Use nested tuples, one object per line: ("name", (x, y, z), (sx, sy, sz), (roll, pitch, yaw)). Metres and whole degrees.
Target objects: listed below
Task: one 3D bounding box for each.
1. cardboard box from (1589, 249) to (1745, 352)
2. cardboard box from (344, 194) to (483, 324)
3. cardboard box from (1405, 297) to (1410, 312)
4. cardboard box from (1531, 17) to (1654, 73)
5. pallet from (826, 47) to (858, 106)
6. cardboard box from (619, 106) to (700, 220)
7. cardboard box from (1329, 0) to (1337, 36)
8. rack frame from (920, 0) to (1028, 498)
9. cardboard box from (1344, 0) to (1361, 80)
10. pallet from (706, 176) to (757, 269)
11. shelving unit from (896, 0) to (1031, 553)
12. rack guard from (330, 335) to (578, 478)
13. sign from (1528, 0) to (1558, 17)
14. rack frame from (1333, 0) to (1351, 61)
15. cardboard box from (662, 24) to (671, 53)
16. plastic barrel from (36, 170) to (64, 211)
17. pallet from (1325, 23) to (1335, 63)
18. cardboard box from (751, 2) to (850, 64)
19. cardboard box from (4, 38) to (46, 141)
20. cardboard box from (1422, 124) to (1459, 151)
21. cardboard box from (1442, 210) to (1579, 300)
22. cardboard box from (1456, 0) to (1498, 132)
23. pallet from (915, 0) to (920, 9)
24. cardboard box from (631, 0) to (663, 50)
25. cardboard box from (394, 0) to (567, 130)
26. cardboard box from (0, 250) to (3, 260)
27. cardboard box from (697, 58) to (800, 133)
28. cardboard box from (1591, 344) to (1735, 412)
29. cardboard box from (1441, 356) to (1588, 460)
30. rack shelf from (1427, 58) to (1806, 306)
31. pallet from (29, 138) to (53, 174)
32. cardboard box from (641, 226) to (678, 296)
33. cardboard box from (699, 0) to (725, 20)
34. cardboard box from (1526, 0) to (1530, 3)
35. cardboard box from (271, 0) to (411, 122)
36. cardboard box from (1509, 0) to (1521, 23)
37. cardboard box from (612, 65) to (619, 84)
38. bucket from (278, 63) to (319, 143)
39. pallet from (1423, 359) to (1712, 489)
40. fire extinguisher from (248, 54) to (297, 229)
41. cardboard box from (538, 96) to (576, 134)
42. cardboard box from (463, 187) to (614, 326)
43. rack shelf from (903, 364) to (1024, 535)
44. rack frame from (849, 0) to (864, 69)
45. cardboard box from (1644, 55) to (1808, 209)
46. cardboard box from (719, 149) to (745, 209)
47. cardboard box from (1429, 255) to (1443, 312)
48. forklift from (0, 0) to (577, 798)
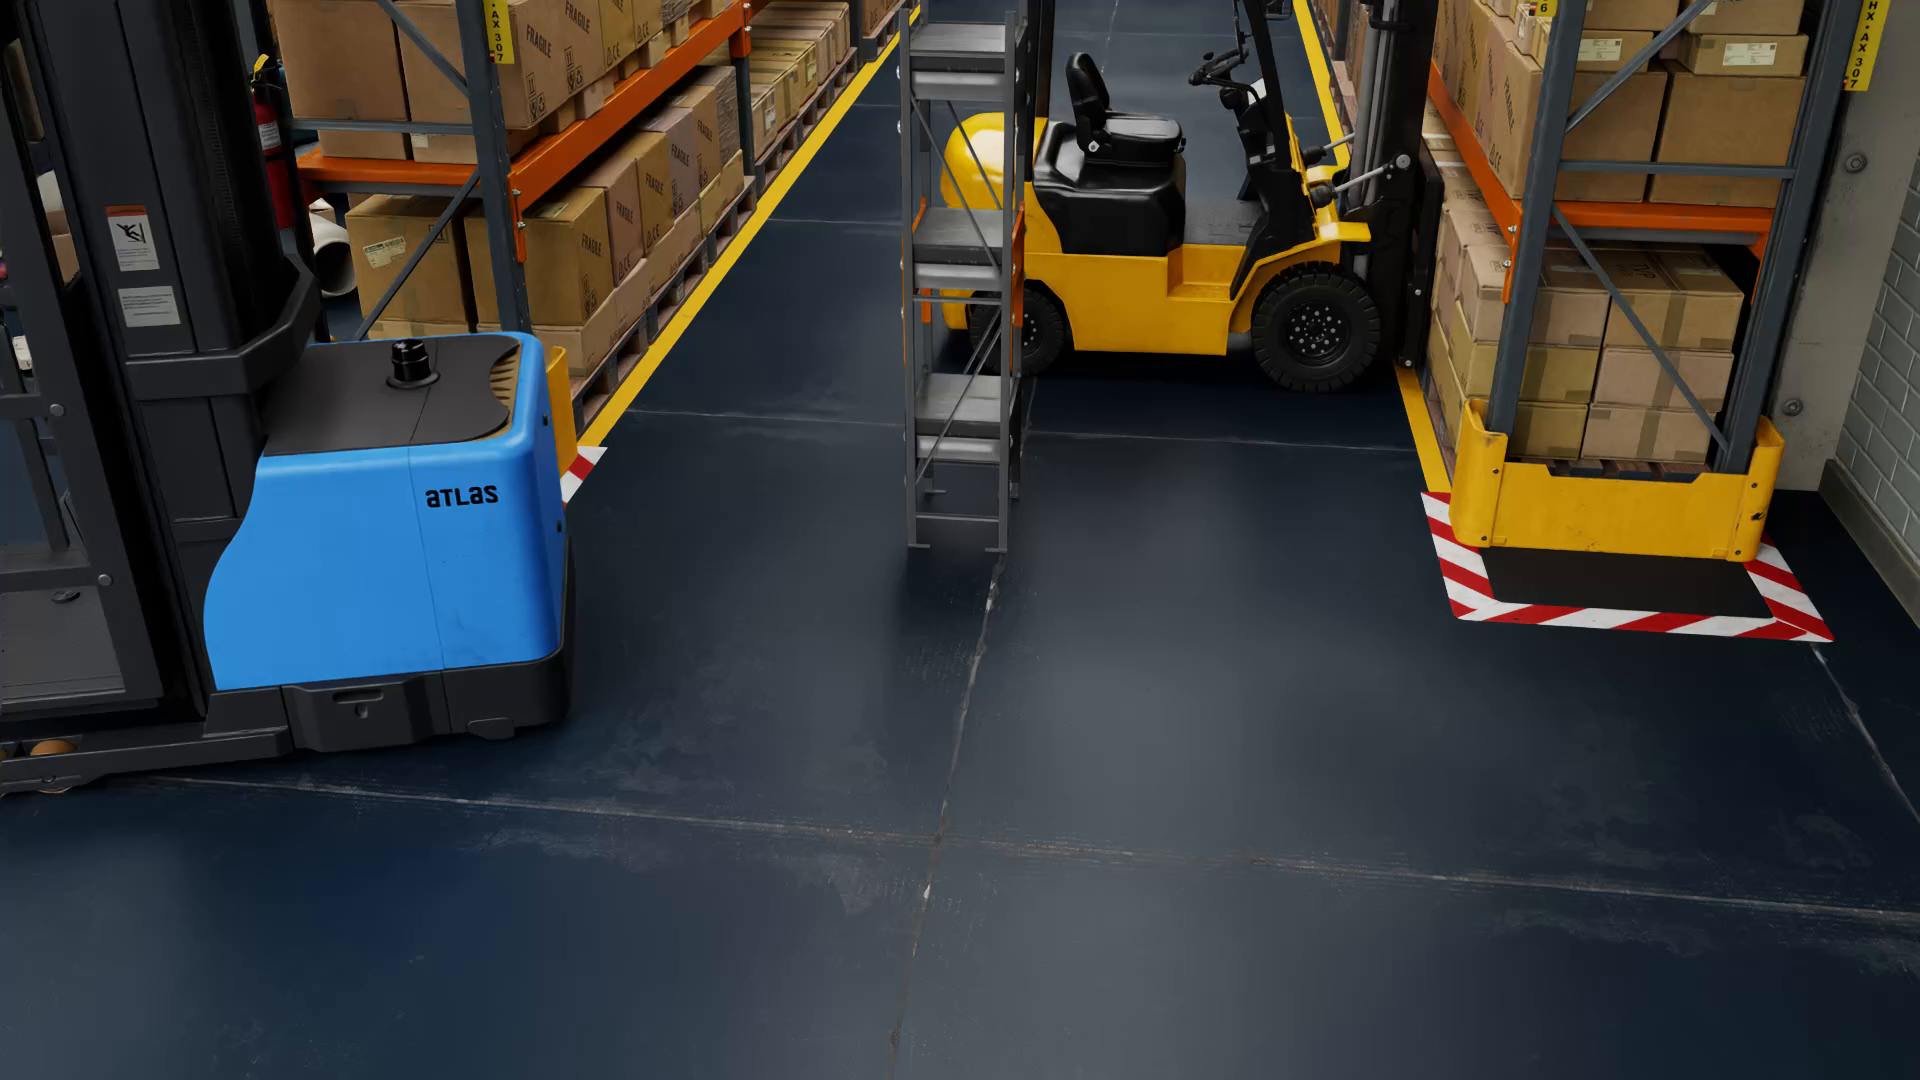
("cardboard box", (2.858, -0.986, 6.820), (0.500, 0.250, 0.500), (3, 28, 5))
("cardboard box", (-2.476, -1.340, 7.740), (0.500, 0.500, 0.500), (4, 29, 7))
("cardboard box", (2.538, -1.284, 8.428), (0.500, 0.250, 0.500), (4, 29, 8))
("cardboard box", (2.376, -1.865, 6.260), (0.380, 0.149, 0.250), (4, 29, 7))
("pallet", (-1.432, -3.813, 13.606), (1.003, 0.211, 1.213), (3, 28, 6))
("cardboard box", (-1.753, -2.056, 9.070), (0.500, 0.500, 0.500), (5, 29, 9))
("cardboard box", (3.502, -4.653, 14.417), (0.500, 0.500, 0.500), (3, 28, 5))
("rack frame", (0.050, -1.117, 6.610), (0.400, 2.100, 0.015), (3, 28, 6))
("cardboard box", (3.502, -3.969, 13.015), (0.875, 0.625, 0.625), (4, 29, 8))
("pallet", (-1.872, -1.980, 10.203), (1.003, 0.211, 1.213), (3, 28, 6))
("shelving unit", (0.020, -1.002, 6.397), (0.431, 2.100, 0.503), (3, 28, 6))
("rack guard", (-2.306, -0.578, 7.296), (1.175, 0.500, 0.348), (3, 28, 6))
("sign", (2.075, -2.008, 5.845), (0.100, 0.325, 0.005), (3, 28, 6))
("rack frame", (3.592, -5.122, 13.095), (1.000, 3.000, 0.127), (3, 28, 6))
("cardboard box", (-1.744, -2.649, 8.769), (0.380, 0.149, 0.250), (3, 28, 5))
("plastic barrel", (-5.367, -2.009, 10.032), (0.421, 0.421, 0.512), (-24, 36, -37))
("pallet", (3.721, -4.244, 14.404), (1.003, 0.211, 1.213), (3, 28, 6))
("cardboard box", (-1.414, -4.171, 13.658), (0.950, 0.372, 0.625), (1, 28, 3))
("cardboard box", (-6.763, -3.258, 11.564), (1.050, 0.750, 0.750), (3, 28, 6))
("cardboard box", (2.609, -1.969, 8.645), (0.500, 0.250, 0.500), (4, 29, 8))
("cardboard box", (2.415, -1.246, 7.303), (0.500, 0.250, 0.500), (4, 29, 7))
("cardboard box", (2.547, -2.132, 7.439), (0.500, 0.500, 0.500), (3, 28, 5))
("pallet", (-0.864, -5.696, 17.101), (1.003, 0.211, 1.213), (3, 28, 6))
("cardboard box", (-1.806, -2.748, 8.270), (0.500, 0.500, 0.500), (3, 28, 5))
("cardboard box", (-1.982, -2.025, 6.927), (0.500, 0.500, 0.500), (3, 28, 5))
("cardboard box", (-5.922, -1.876, 9.703), (0.500, 0.500, 0.500), (8, 29, 15))
("cardboard box", (-1.678, -3.139, 11.743), (0.950, 0.372, 0.625), (5, 29, 9))
("cardboard box", (2.875, -0.760, 6.927), (0.500, 0.250, 0.500), (4, 29, 7))
("cardboard box", (2.356, -0.570, 7.102), (0.500, 0.250, 0.500), (4, 29, 7))
("rack shelf", (2.857, -1.981, 8.023), (1.077, 0.370, 4.000), (3, 28, 6))
("pallet", (-6.730, -2.906, 11.921), (1.003, 0.211, 1.213), (3, 28, 6))
("cardboard box", (-1.817, -1.478, 8.788), (0.500, 0.250, 0.500), (5, 29, 10))
("cardboard box", (-1.586, -3.128, 9.659), (0.380, 0.149, 0.250), (4, 29, 7))
("cardboard box", (2.451, -2.240, 6.643), (0.380, 0.149, 0.250), (4, 29, 7))
("cardboard box", (-2.522, -2.089, 7.047), (0.500, 0.500, 0.500), (3, 28, 5))
("cardboard box", (2.512, -2.222, 6.922), (0.380, 0.149, 0.250), (3, 28, 6))
("cardboard box", (-1.890, -2.288, 8.100), (0.380, 0.149, 0.250), (4, 29, 8))
("bucket", (-4.479, -2.796, 10.626), (0.726, 0.611, 0.620), (14, 21, 24))
("pallet", (2.664, -0.491, 7.439), (1.003, 0.211, 1.213), (3, 28, 6))
("fire extinguisher", (-2.786, -1.582, 6.605), (0.296, 0.674, 0.183), (3, 28, 6))
("cardboard box", (-1.938, -1.920, 7.416), (0.380, 0.149, 0.250), (2, 28, 5))
("cardboard box", (-1.939, -1.322, 7.707), (0.500, 0.500, 0.500), (2, 28, 4))
("rack shelf", (0.020, -0.374, 6.735), (0.431, 0.518, 0.480), (3, 28, 6))
("rack frame", (-1.335, -5.409, 13.627), (1.000, 3.000, 0.127), (3, 28, 6))
("cardboard box", (2.948, -1.617, 6.484), (0.500, 0.500, 0.500), (4, 29, 8))
("cardboard box", (-1.631, -2.206, 10.139), (0.500, 0.250, 0.500), (5, 29, 9))
("cardboard box", (2.476, -1.278, 7.888), (0.500, 0.250, 0.500), (3, 28, 5))
("forklift", (-2.868, -0.743, 5.039), (3.031, 2.935, 1.130), (-5, 29, -9))
